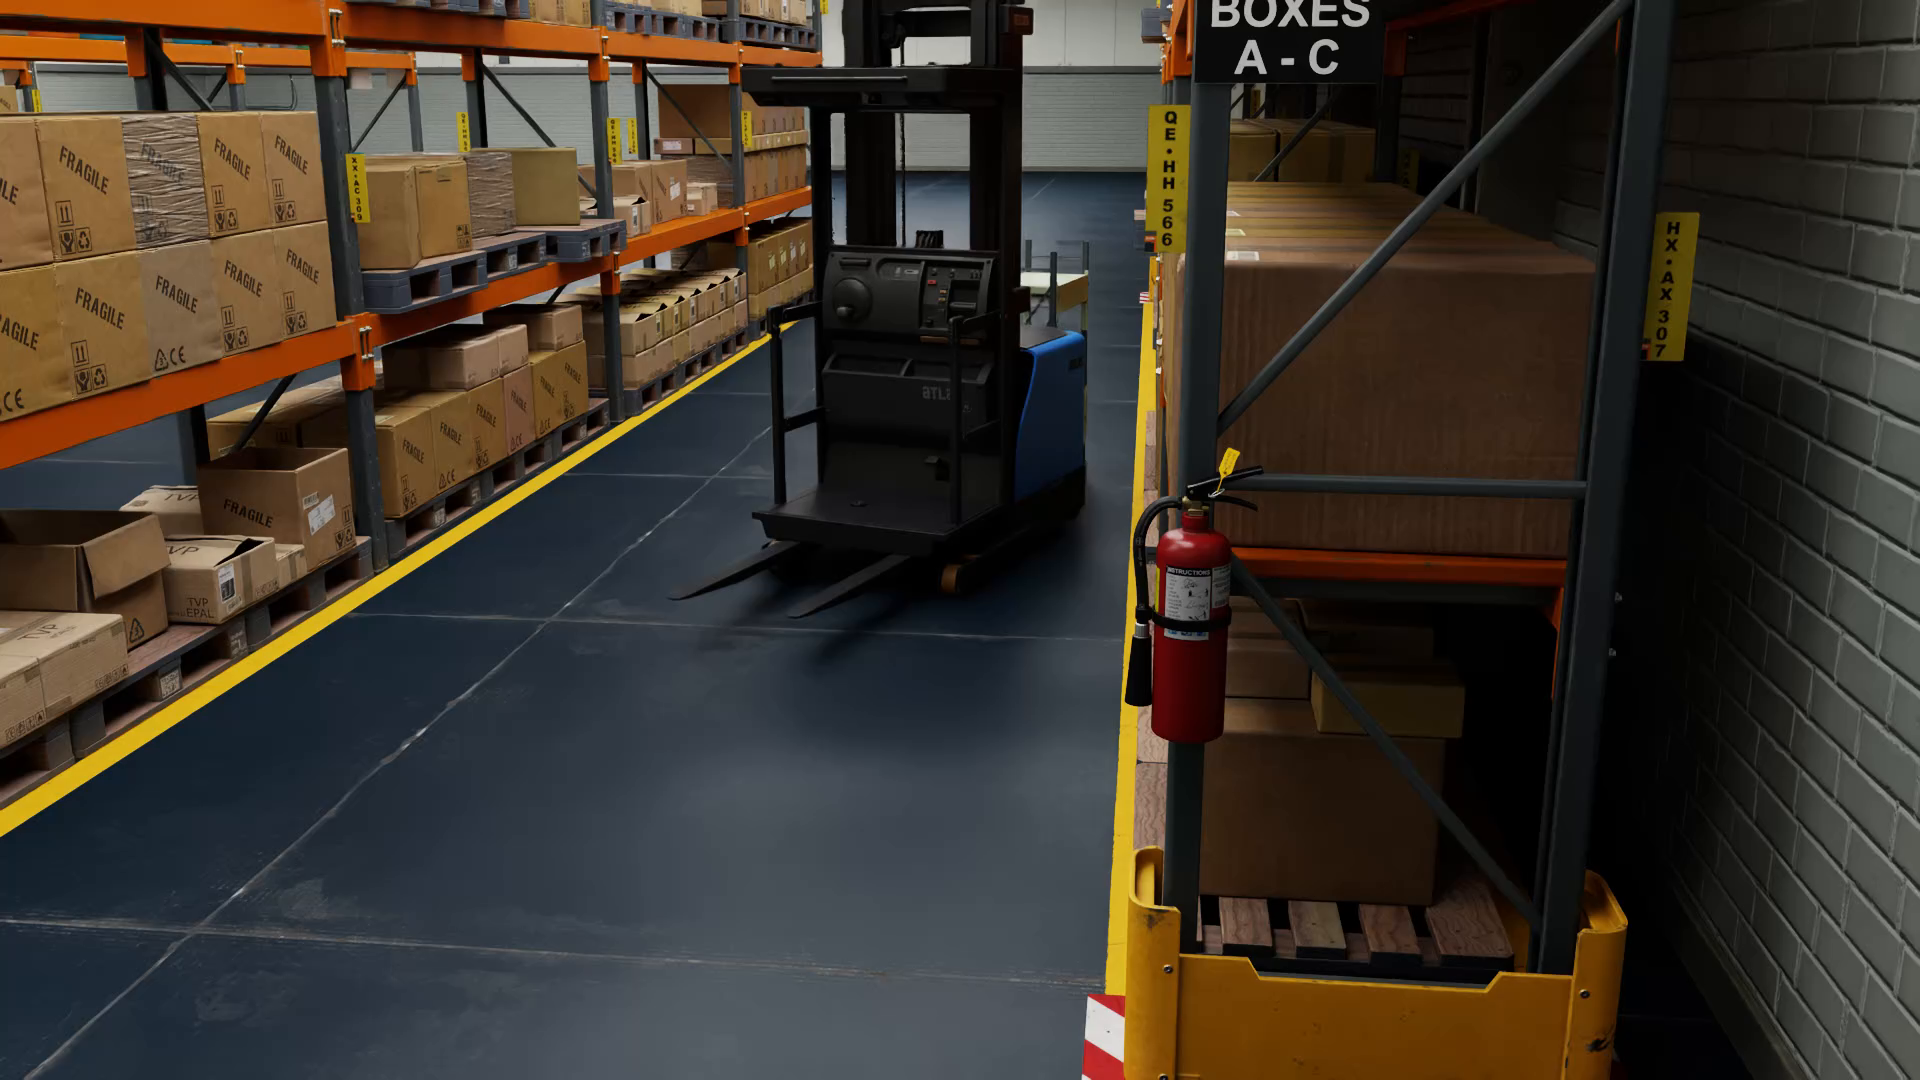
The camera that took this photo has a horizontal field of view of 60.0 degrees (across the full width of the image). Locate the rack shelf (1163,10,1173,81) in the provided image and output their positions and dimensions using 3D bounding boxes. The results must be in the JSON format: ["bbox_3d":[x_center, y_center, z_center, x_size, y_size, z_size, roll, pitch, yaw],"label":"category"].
[{"bbox_3d":[1.686,-2.775,9.311,1.077,0.370,4.000,2,15,6],"label":"rack shelf"}]

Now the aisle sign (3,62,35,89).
[{"bbox_3d":[-11.646,-5.968,20.506,0.394,0.787,0.004,2,15,6],"label":"aisle sign"}]

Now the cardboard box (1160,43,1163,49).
[{"bbox_3d":[2.377,-5.422,17.490,0.500,0.500,0.500,2,15,9],"label":"cardboard box"}]

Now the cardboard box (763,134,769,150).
[{"bbox_3d":[-2.196,-4.135,17.275,0.380,0.149,0.250,1,15,5],"label":"cardboard box"}]

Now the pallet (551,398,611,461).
[{"bbox_3d":[-3.133,-0.800,11.715,1.003,0.211,1.213,2,15,6],"label":"pallet"}]

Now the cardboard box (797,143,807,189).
[{"bbox_3d":[-2.174,-4.341,19.277,0.700,0.500,0.500,2,15,6],"label":"cardboard box"}]

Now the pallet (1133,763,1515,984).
[{"bbox_3d":[1.021,1.018,4.993,1.003,0.211,1.213,2,15,6],"label":"pallet"}]

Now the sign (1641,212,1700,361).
[{"bbox_3d":[1.559,-0.557,3.664,0.100,0.325,0.005,2,15,6],"label":"sign"}]

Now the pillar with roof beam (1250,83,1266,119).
[{"bbox_3d":[-0.006,-8.640,23.876,9.100,9.000,0.400,2,15,6],"label":"pillar with roof beam"}]

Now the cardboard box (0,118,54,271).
[{"bbox_3d":[-3.489,-1.167,5.625,0.500,0.500,0.500,2,15,7],"label":"cardboard box"}]

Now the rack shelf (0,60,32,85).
[{"bbox_3d":[-12.177,-5.288,18.603,1.077,0.370,4.000,2,15,6],"label":"rack shelf"}]

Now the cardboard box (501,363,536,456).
[{"bbox_3d":[-2.995,-0.824,10.409,0.500,0.500,0.500,1,15,4],"label":"cardboard box"}]

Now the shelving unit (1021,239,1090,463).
[{"bbox_3d":[0.481,-1.029,10.096,0.431,1.500,0.755,5,16,18],"label":"shelving unit"}]

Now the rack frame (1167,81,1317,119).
[{"bbox_3d":[1.911,-2.193,11.527,1.000,3.000,0.127,2,15,6],"label":"rack frame"}]

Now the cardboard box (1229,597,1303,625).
[{"bbox_3d":[0.850,0.283,5.111,0.380,0.149,0.250,2,15,8],"label":"cardboard box"}]

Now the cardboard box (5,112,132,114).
[{"bbox_3d":[-3.853,-1.584,7.167,0.500,0.500,0.500,1,15,5],"label":"cardboard box"}]

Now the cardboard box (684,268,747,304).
[{"bbox_3d":[-2.321,-2.408,15.711,0.500,0.311,0.500,2,15,6],"label":"cardboard box"}]

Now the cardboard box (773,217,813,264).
[{"bbox_3d":[-1.873,-3.503,19.396,0.500,0.500,0.500,2,15,6],"label":"cardboard box"}]

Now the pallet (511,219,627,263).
[{"bbox_3d":[-3.018,-2.068,11.430,1.213,0.211,1.003,2,15,6],"label":"pallet"}]

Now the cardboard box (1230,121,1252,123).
[{"bbox_3d":[1.491,-2.378,9.972,0.500,0.250,0.500,2,15,7],"label":"cardboard box"}]

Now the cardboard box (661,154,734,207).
[{"bbox_3d":[-2.516,-3.539,16.313,0.700,0.500,0.500,1,15,5],"label":"cardboard box"}]

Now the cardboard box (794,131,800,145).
[{"bbox_3d":[-2.019,-4.536,18.755,0.380,0.149,0.250,1,15,5],"label":"cardboard box"}]

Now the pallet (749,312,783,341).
[{"bbox_3d":[-2.429,-2.235,17.022,1.003,0.211,1.213,2,15,6],"label":"pallet"}]

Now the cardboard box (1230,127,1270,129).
[{"bbox_3d":[1.326,-1.980,8.503,0.500,0.250,0.500,2,15,7],"label":"cardboard box"}]

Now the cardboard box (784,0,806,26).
[{"bbox_3d":[-1.976,-5.753,18.158,0.500,0.250,0.500,2,15,6],"label":"cardboard box"}]

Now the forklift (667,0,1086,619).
[{"bbox_3d":[-0.357,-1.265,8.225,1.130,2.935,3.031,7,17,24],"label":"forklift"}]

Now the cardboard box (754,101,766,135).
[{"bbox_3d":[-2.403,-4.427,17.109,0.700,0.500,0.500,2,15,6],"label":"cardboard box"}]

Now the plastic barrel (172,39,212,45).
[{"bbox_3d":[-7.323,-5.074,15.474,0.600,0.901,0.708,2,15,6],"label":"plastic barrel"}]

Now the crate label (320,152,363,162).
[{"bbox_3d":[-6.969,-4.092,18.480,0.502,0.435,0.616,2,15,6],"label":"crate label"}]

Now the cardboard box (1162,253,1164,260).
[{"bbox_3d":[1.426,-1.877,9.557,0.500,0.500,0.500,2,15,8],"label":"cardboard box"}]

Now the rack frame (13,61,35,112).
[{"bbox_3d":[-11.951,-4.706,20.819,1.000,3.000,0.127,2,15,6],"label":"rack frame"}]

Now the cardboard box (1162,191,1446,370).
[{"bbox_3d":[1.295,-0.971,6.433,0.980,0.700,0.700,1,15,5],"label":"cardboard box"}]

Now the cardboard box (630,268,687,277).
[{"bbox_3d":[-2.854,-2.422,15.761,0.500,0.311,0.500,2,15,6],"label":"cardboard box"}]

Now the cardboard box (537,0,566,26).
[{"bbox_3d":[-3.085,-3.588,10.747,0.910,0.500,0.500,2,15,6],"label":"cardboard box"}]

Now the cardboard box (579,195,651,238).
[{"bbox_3d":[-2.718,-2.522,12.911,0.500,0.311,0.500,2,15,6],"label":"cardboard box"}]

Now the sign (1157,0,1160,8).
[{"bbox_3d":[1.823,-4.942,14.956,0.100,0.325,0.005,2,15,6],"label":"sign"}]

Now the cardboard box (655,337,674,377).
[{"bbox_3d":[-2.605,-1.471,13.320,0.500,0.250,0.500,1,15,5],"label":"cardboard box"}]

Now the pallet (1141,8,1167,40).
[{"bbox_3d":[2.073,-4.162,13.421,1.213,0.211,1.003,2,15,6],"label":"pallet"}]

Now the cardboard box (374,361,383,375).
[{"bbox_3d":[-3.515,-0.833,10.442,0.500,0.500,0.500,1,15,4],"label":"cardboard box"}]

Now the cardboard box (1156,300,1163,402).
[{"bbox_3d":[1.698,-1.171,11.062,0.750,0.750,0.750,1,15,6],"label":"cardboard box"}]

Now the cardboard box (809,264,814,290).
[{"bbox_3d":[-1.920,-3.011,19.013,0.500,0.250,0.500,2,15,6],"label":"cardboard box"}]

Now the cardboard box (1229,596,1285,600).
[{"bbox_3d":[1.101,0.441,5.770,0.700,0.500,0.500,1,15,4],"label":"cardboard box"}]

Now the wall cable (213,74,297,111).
[{"bbox_3d":[-22.673,-14.892,52.945,3.097,2.526,0.112,2,15,6],"label":"wall cable"}]

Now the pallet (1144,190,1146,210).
[{"bbox_3d":[2.132,-2.944,14.672,1.003,0.211,1.213,2,15,6],"label":"pallet"}]

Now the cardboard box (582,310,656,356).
[{"bbox_3d":[-2.660,-1.612,12.764,0.500,0.311,0.500,2,15,8],"label":"cardboard box"}]

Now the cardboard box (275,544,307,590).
[{"bbox_3d":[-3.228,0.118,7.597,0.380,0.149,0.250,2,15,6],"label":"cardboard box"}]

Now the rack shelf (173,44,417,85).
[{"bbox_3d":[-7.256,-5.142,18.064,1.077,0.370,4.000,2,15,6],"label":"rack shelf"}]
